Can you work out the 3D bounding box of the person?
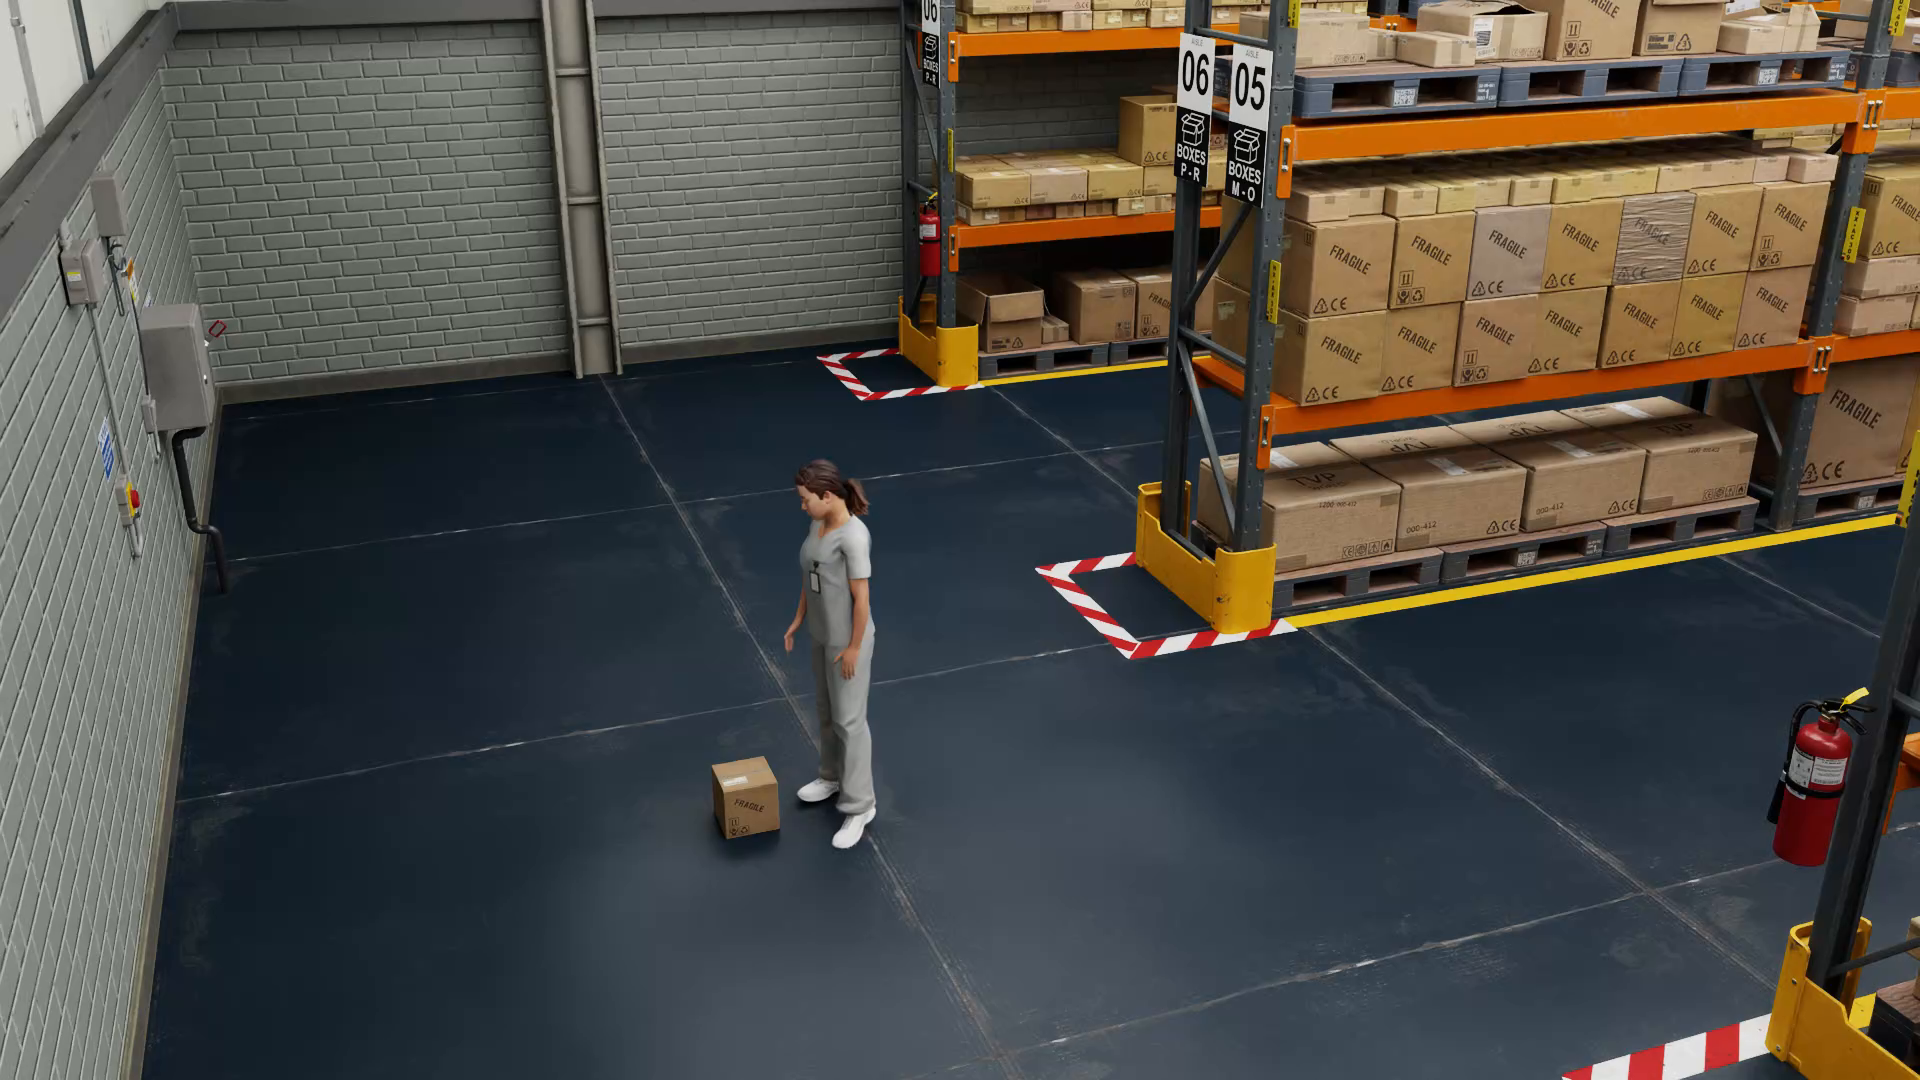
[{"bbox_3d":[-0.537,0.473,7.434,0.415,1.692,0.627,-13,26,-28],"label":"person"}]
